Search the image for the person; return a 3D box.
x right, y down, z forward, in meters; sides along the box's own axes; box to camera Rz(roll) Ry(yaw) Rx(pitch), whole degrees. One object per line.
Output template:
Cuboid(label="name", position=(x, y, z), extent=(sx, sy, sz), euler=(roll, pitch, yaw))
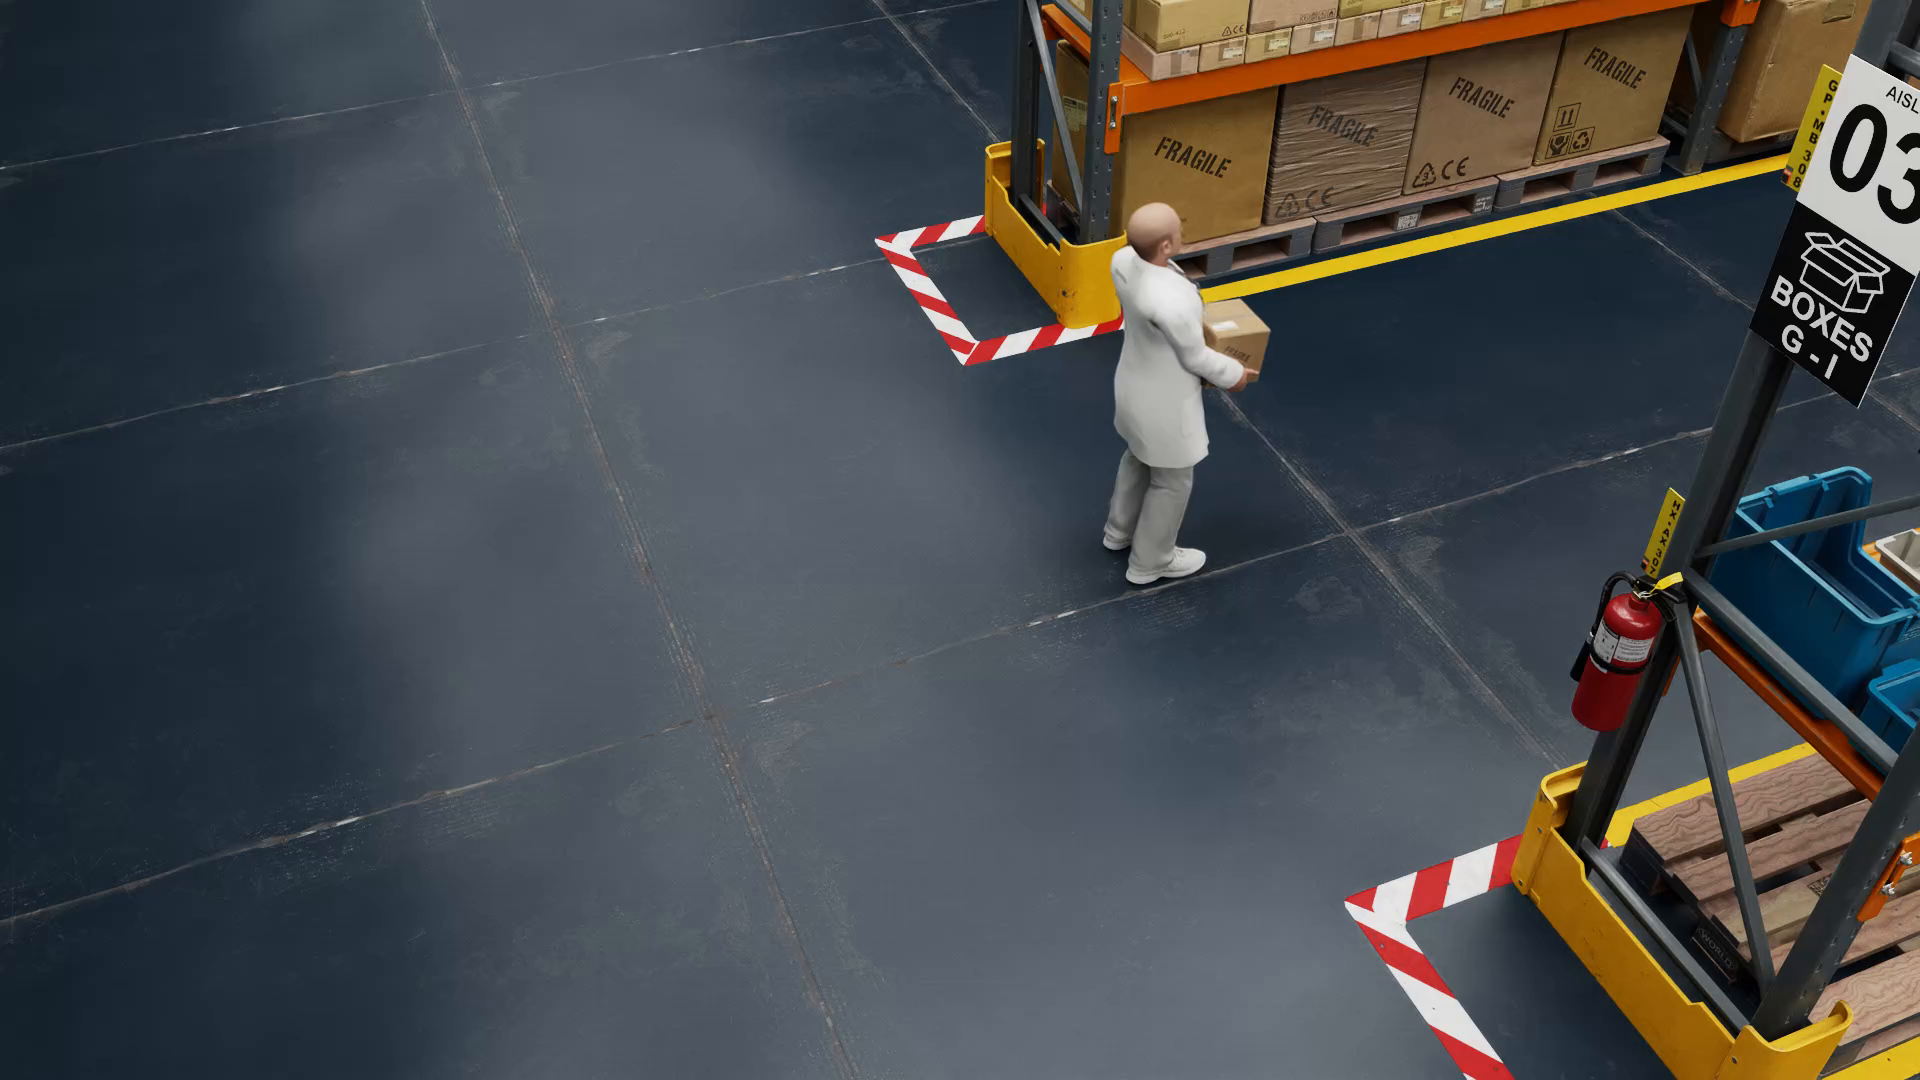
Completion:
Cuboid(label="person", position=(0.908, -0.628, 6.892), extent=(0.563, 1.769, 0.530), euler=(-15, 43, -17))
